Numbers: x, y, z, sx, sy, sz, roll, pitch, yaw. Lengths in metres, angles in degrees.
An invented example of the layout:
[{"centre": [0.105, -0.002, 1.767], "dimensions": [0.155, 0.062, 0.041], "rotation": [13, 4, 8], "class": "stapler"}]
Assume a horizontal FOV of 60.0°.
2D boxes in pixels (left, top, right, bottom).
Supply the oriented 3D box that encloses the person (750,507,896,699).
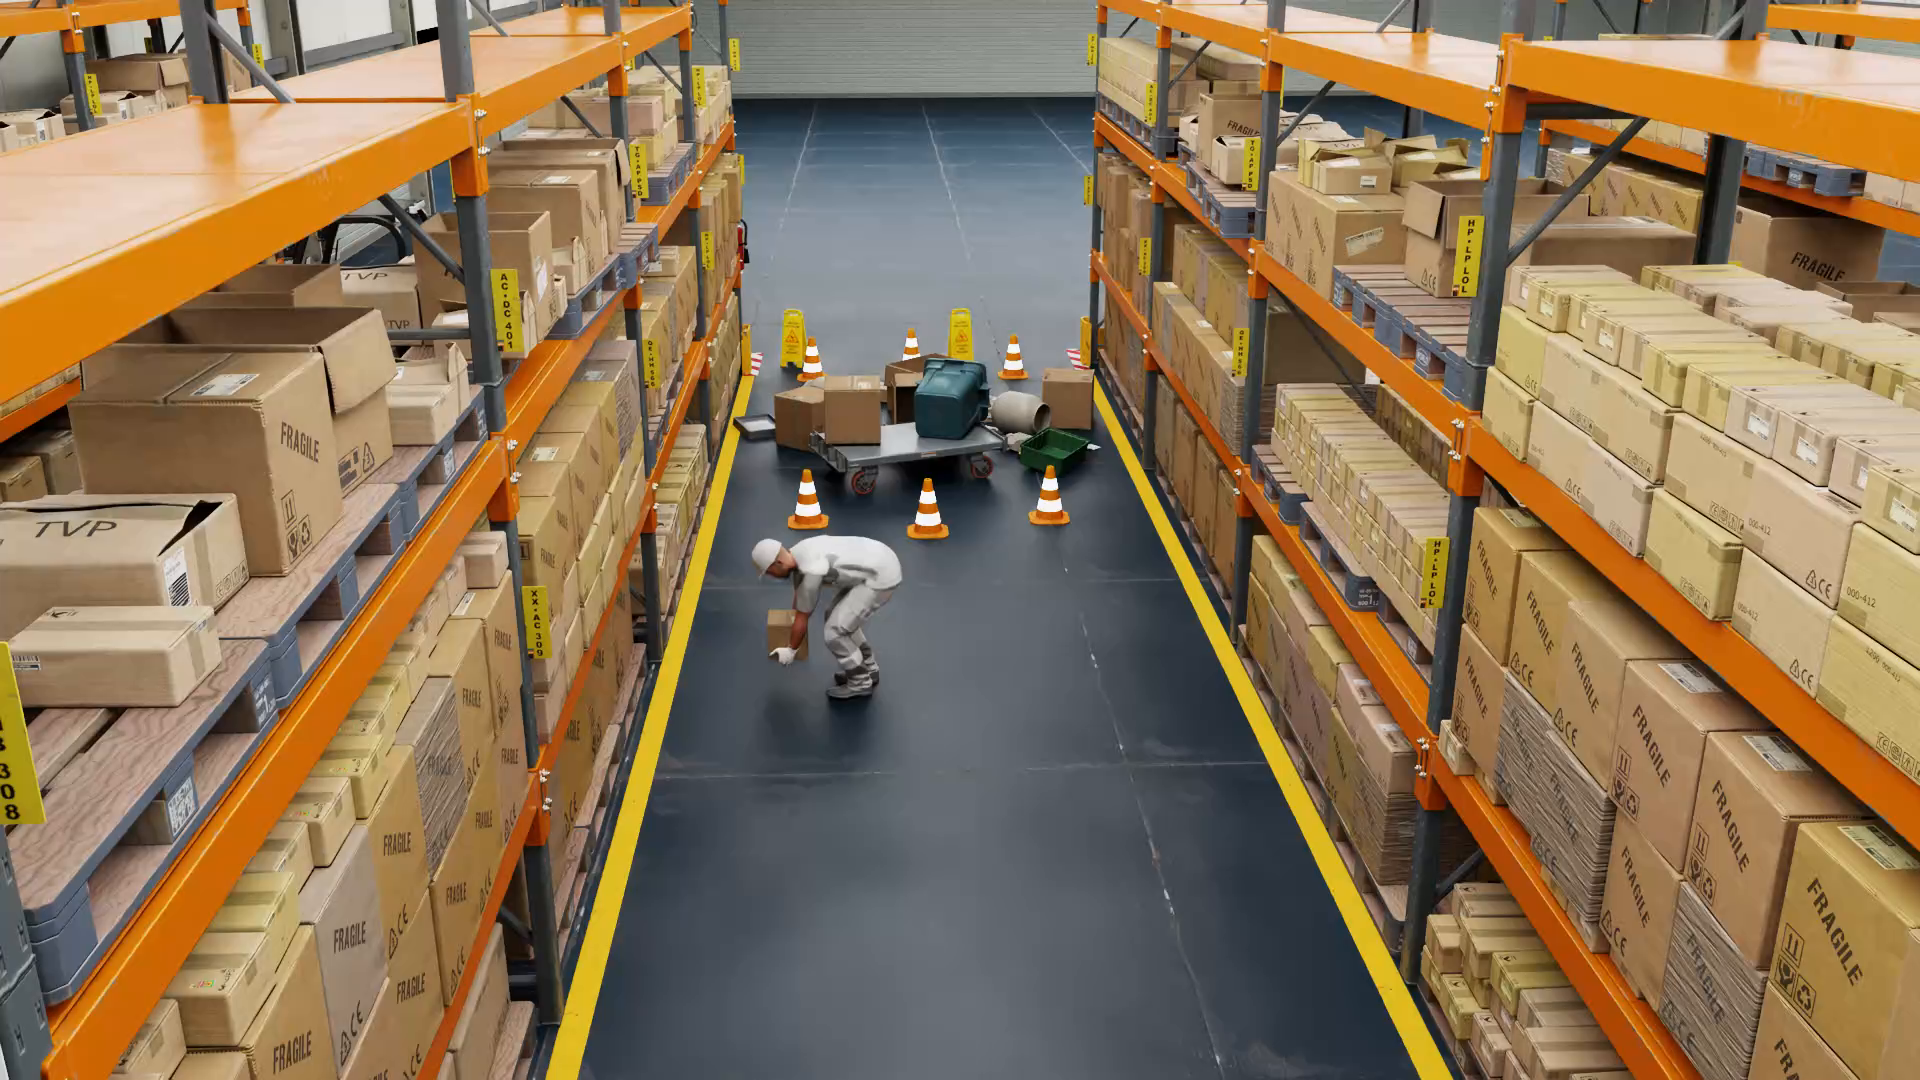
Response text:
[{"centre": [-0.866, 0.381, 10.724], "dimensions": [0.918, 1.288, 0.502], "rotation": [-2, 20, -5], "class": "person"}]
